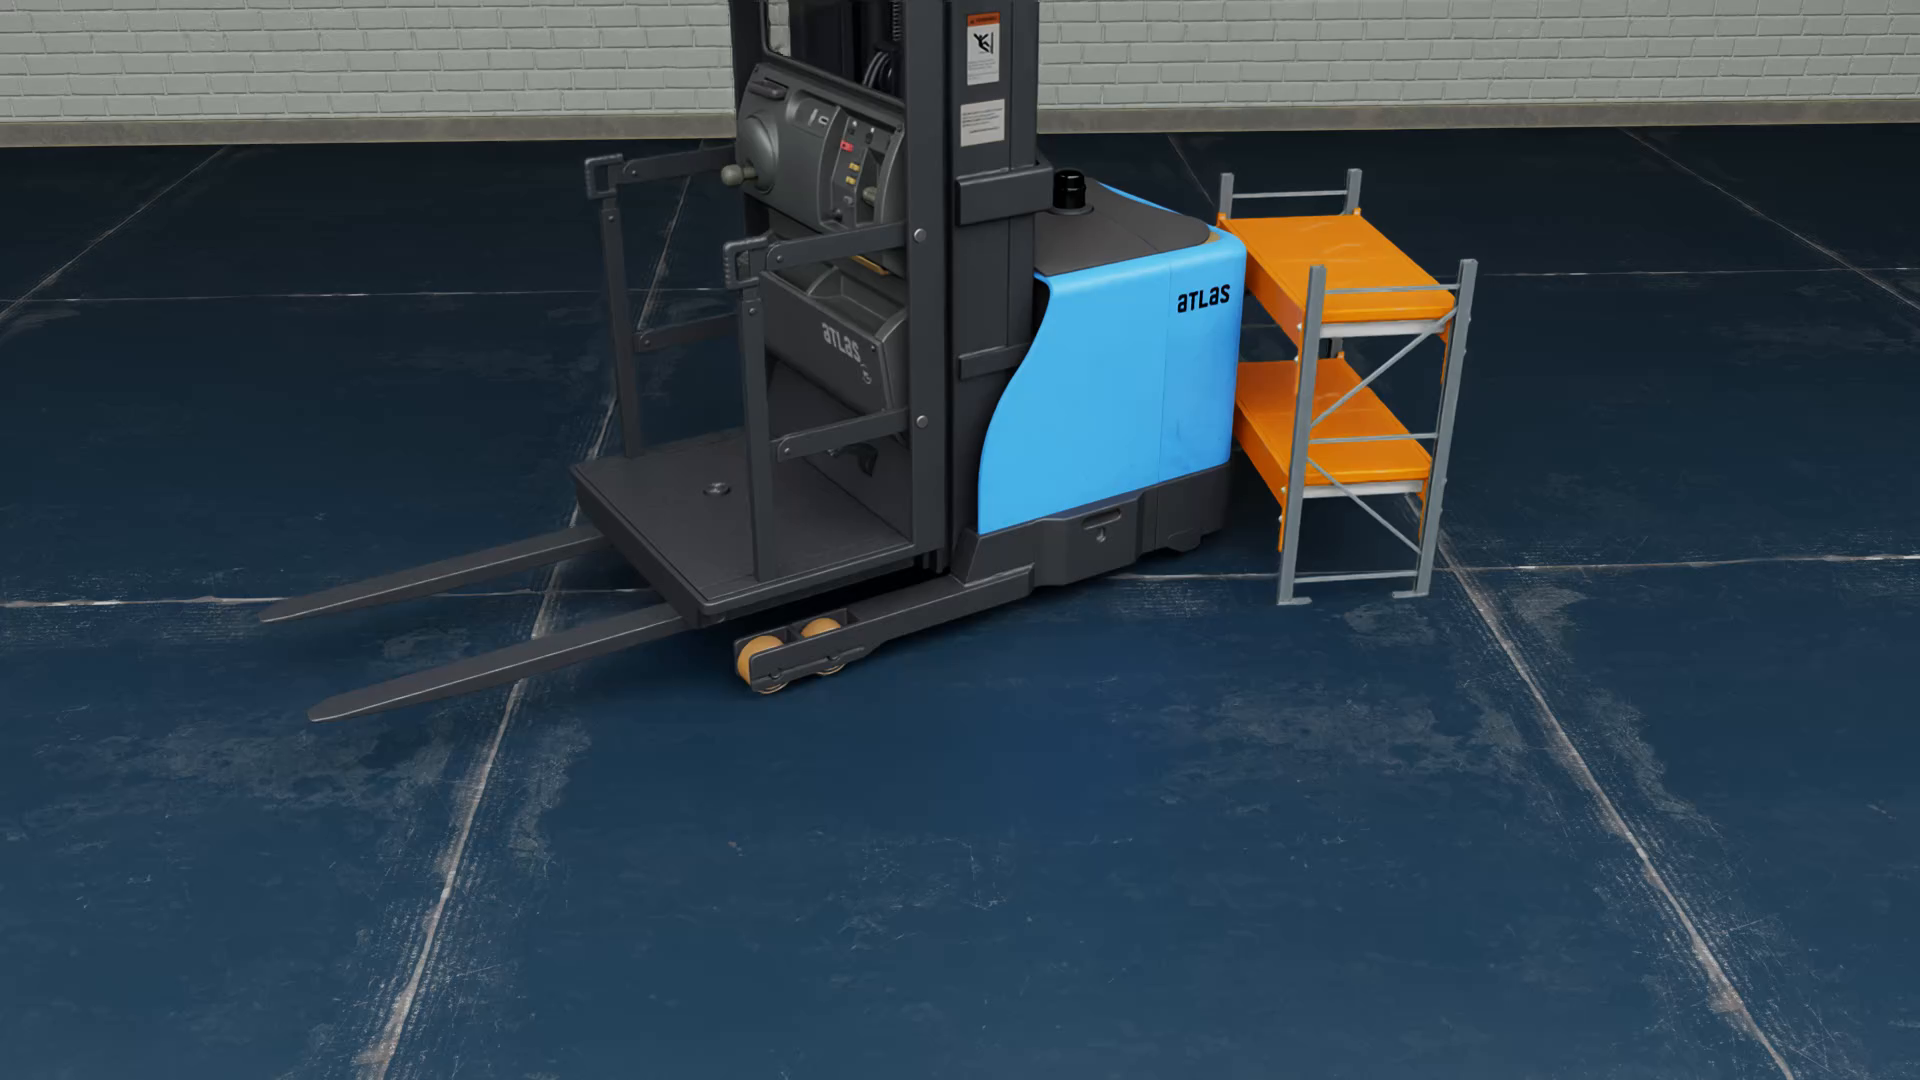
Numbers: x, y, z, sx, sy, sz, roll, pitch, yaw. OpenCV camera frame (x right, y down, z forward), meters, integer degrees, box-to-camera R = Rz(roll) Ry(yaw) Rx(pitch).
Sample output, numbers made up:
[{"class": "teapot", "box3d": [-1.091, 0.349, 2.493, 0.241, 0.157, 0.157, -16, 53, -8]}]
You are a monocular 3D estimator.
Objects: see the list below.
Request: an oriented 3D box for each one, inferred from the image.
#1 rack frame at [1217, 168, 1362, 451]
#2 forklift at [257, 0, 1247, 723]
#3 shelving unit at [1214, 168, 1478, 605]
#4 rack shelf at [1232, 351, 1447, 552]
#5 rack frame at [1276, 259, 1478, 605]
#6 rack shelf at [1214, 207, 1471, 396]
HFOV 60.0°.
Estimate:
[{"class": "rack frame", "box3d": [1.148, -0.777, 6.024, 0.500, 1.125, 0.032, -3, 28, -6]}, {"class": "forklift", "box3d": [-0.593, -1.128, 4.743, 3.031, 2.935, 1.130, -16, 32, -28]}, {"class": "shelving unit", "box3d": [1.210, -0.544, 5.576, 0.538, 1.125, 1.048, -3, 28, -6]}, {"class": "rack shelf", "box3d": [1.210, -0.327, 5.689, 0.538, 0.278, 1.000, -3, 28, -6]}, {"class": "rack frame", "box3d": [1.271, -0.311, 5.129, 0.500, 1.125, 0.032, -3, 28, -6]}, {"class": "rack shelf", "box3d": [1.210, -0.803, 5.441, 0.538, 0.278, 1.000, -3, 28, -6]}]
